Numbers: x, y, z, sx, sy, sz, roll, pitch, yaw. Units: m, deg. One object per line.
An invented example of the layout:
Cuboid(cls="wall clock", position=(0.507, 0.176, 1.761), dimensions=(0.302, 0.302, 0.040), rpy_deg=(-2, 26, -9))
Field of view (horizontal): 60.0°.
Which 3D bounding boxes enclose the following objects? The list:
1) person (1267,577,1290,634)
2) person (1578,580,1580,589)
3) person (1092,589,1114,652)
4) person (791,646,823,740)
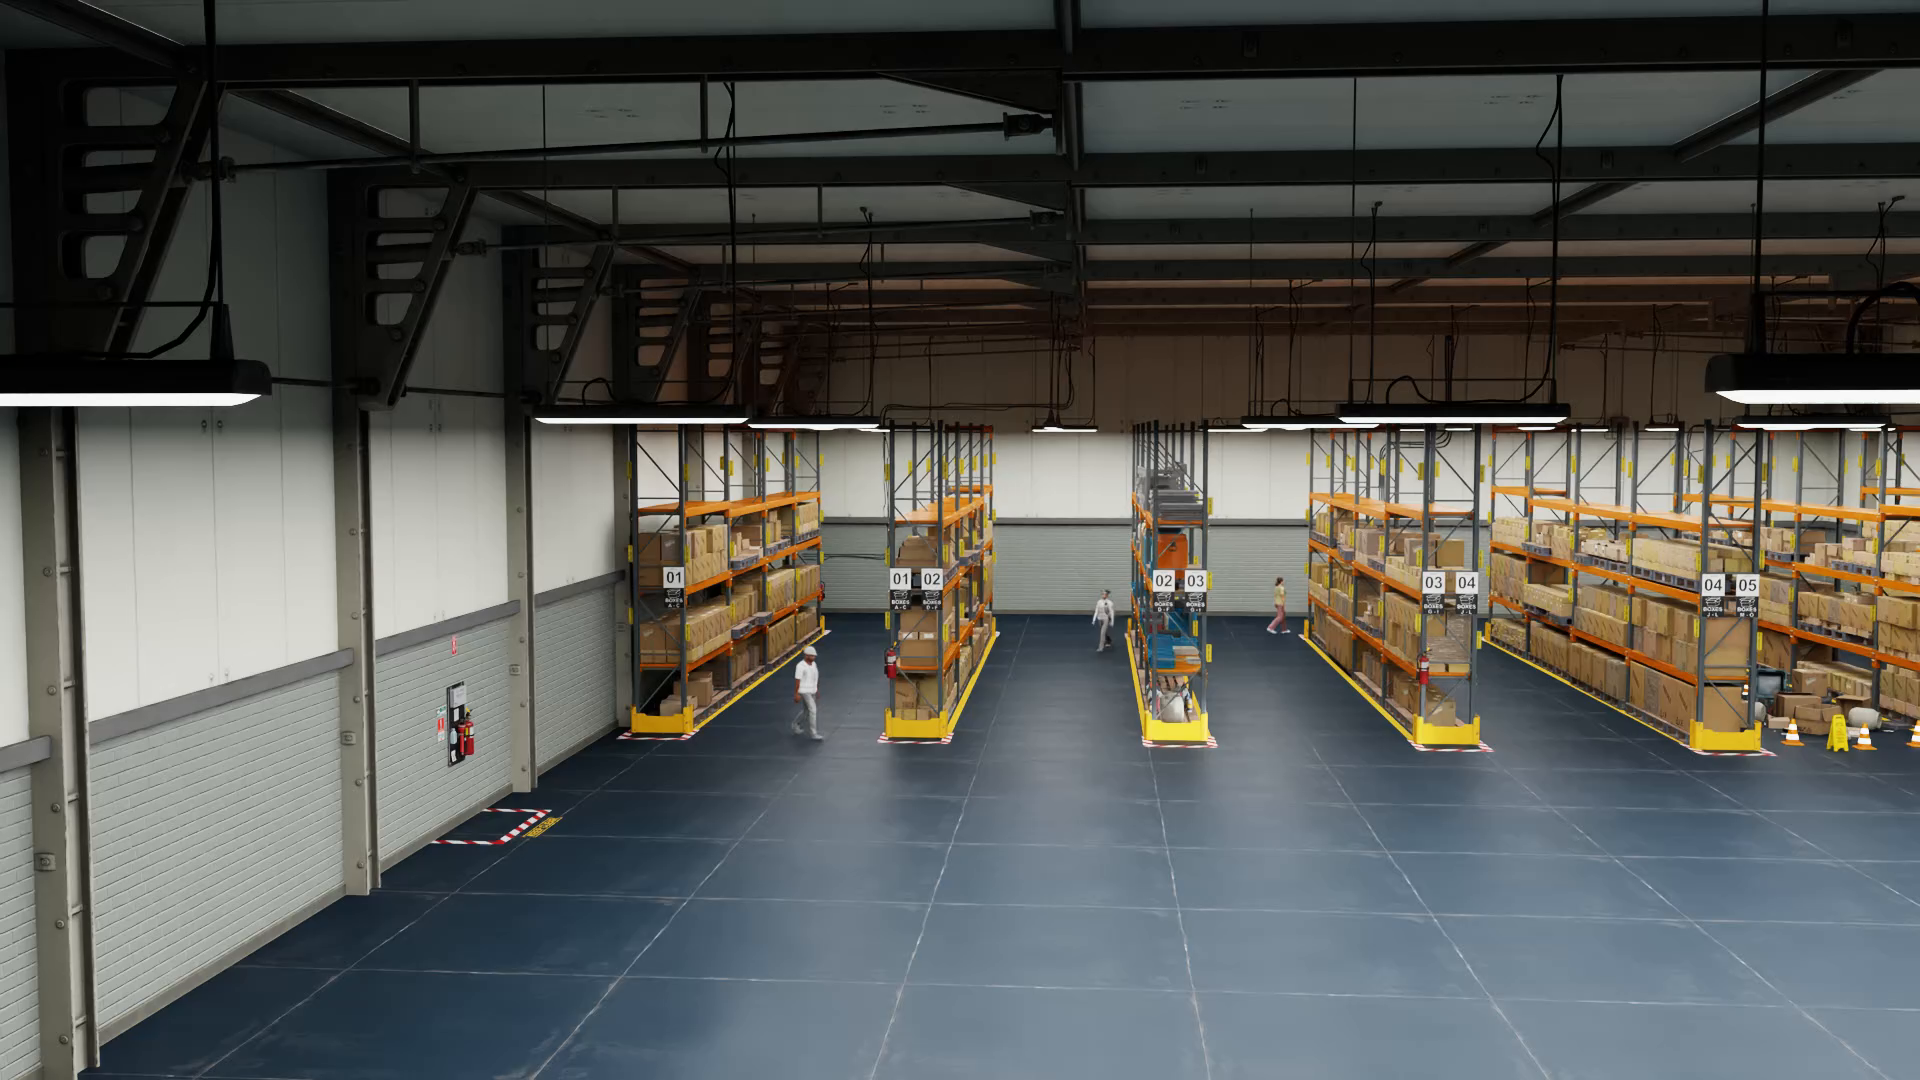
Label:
Cuboid(cls="person", position=(9.160, 1.877, 47.659), dimensions=(0.843, 1.650, 0.464), rpy_deg=(-1, 4, -13))
Cuboid(cls="person", position=(16.806, 1.963, 45.414), dimensions=(0.693, 1.756, 0.601), rpy_deg=(0, 4, -7))
Cuboid(cls="person", position=(3.835, 2.105, 44.013), dimensions=(0.524, 1.622, 1.060), rpy_deg=(3, 4, 35))
Cuboid(cls="person", position=(-2.887, 2.871, 31.449), dimensions=(0.898, 1.737, 0.574), rpy_deg=(2, 4, 25))
